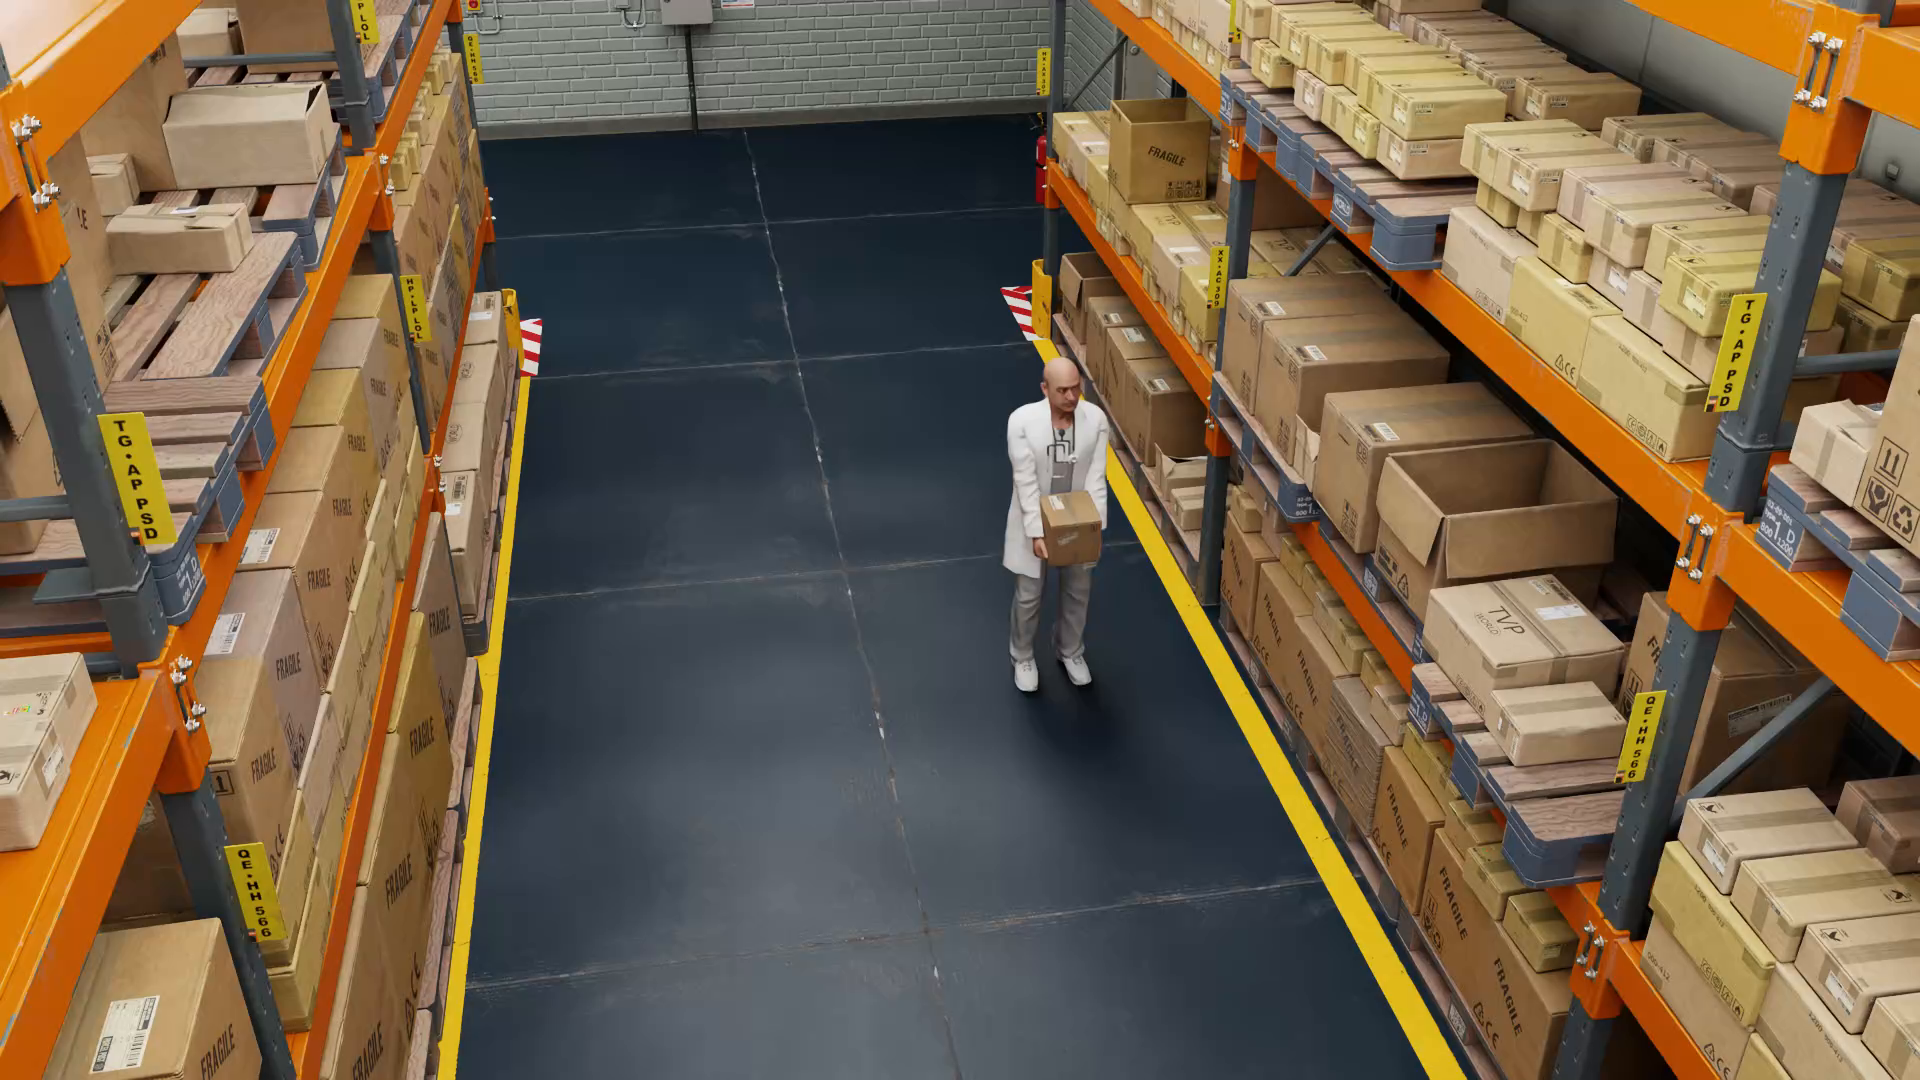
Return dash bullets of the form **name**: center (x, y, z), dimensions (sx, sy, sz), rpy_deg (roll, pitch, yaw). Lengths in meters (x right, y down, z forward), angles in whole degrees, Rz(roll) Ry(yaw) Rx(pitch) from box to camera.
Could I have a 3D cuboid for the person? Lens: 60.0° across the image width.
- **person**: center (0.483, -0.036, 8.221), dimensions (0.517, 1.781, 0.565), rpy_deg (-6, 31, -11)
